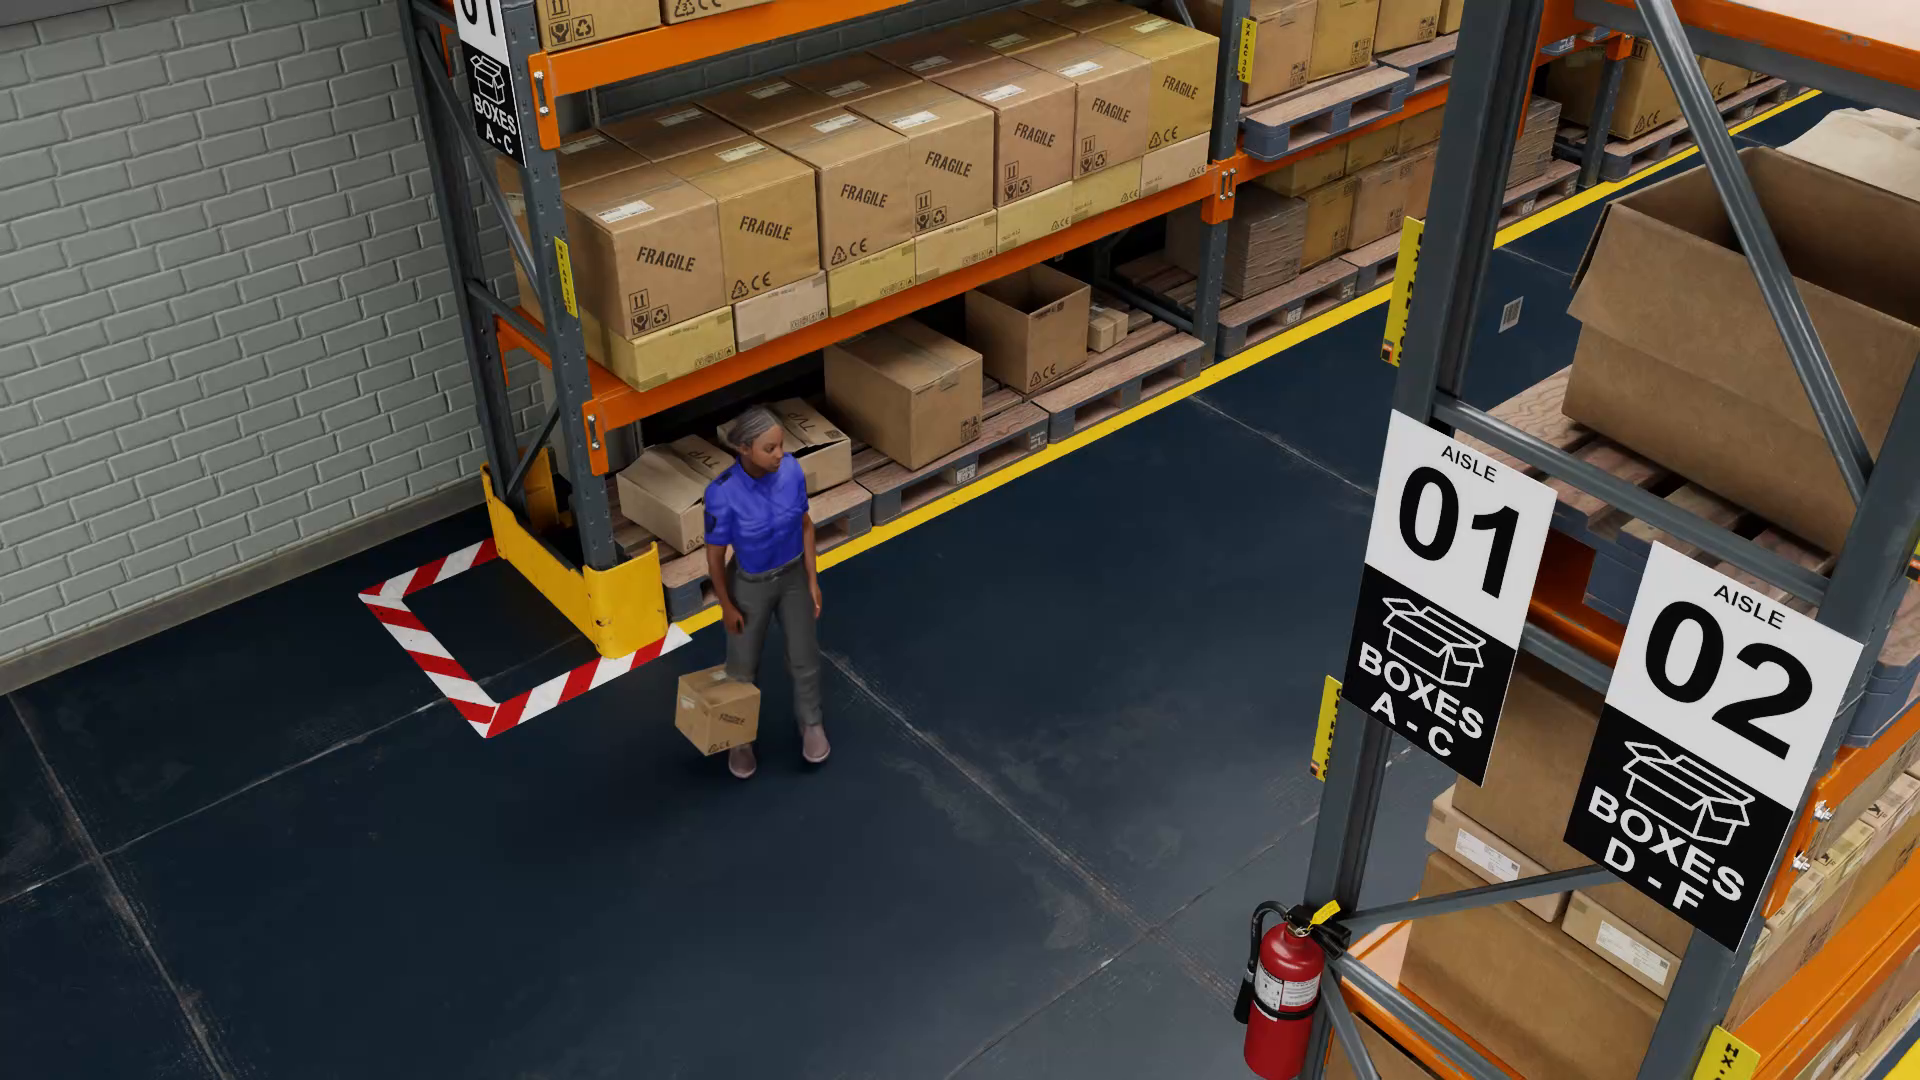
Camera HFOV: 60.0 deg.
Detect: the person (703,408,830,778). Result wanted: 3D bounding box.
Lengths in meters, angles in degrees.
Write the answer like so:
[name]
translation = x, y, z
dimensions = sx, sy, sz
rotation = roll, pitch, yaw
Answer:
[person]
translation = -0.783, 0.229, 6.730
dimensions = 0.502, 1.668, 0.441
rotation = -23, 42, -28
